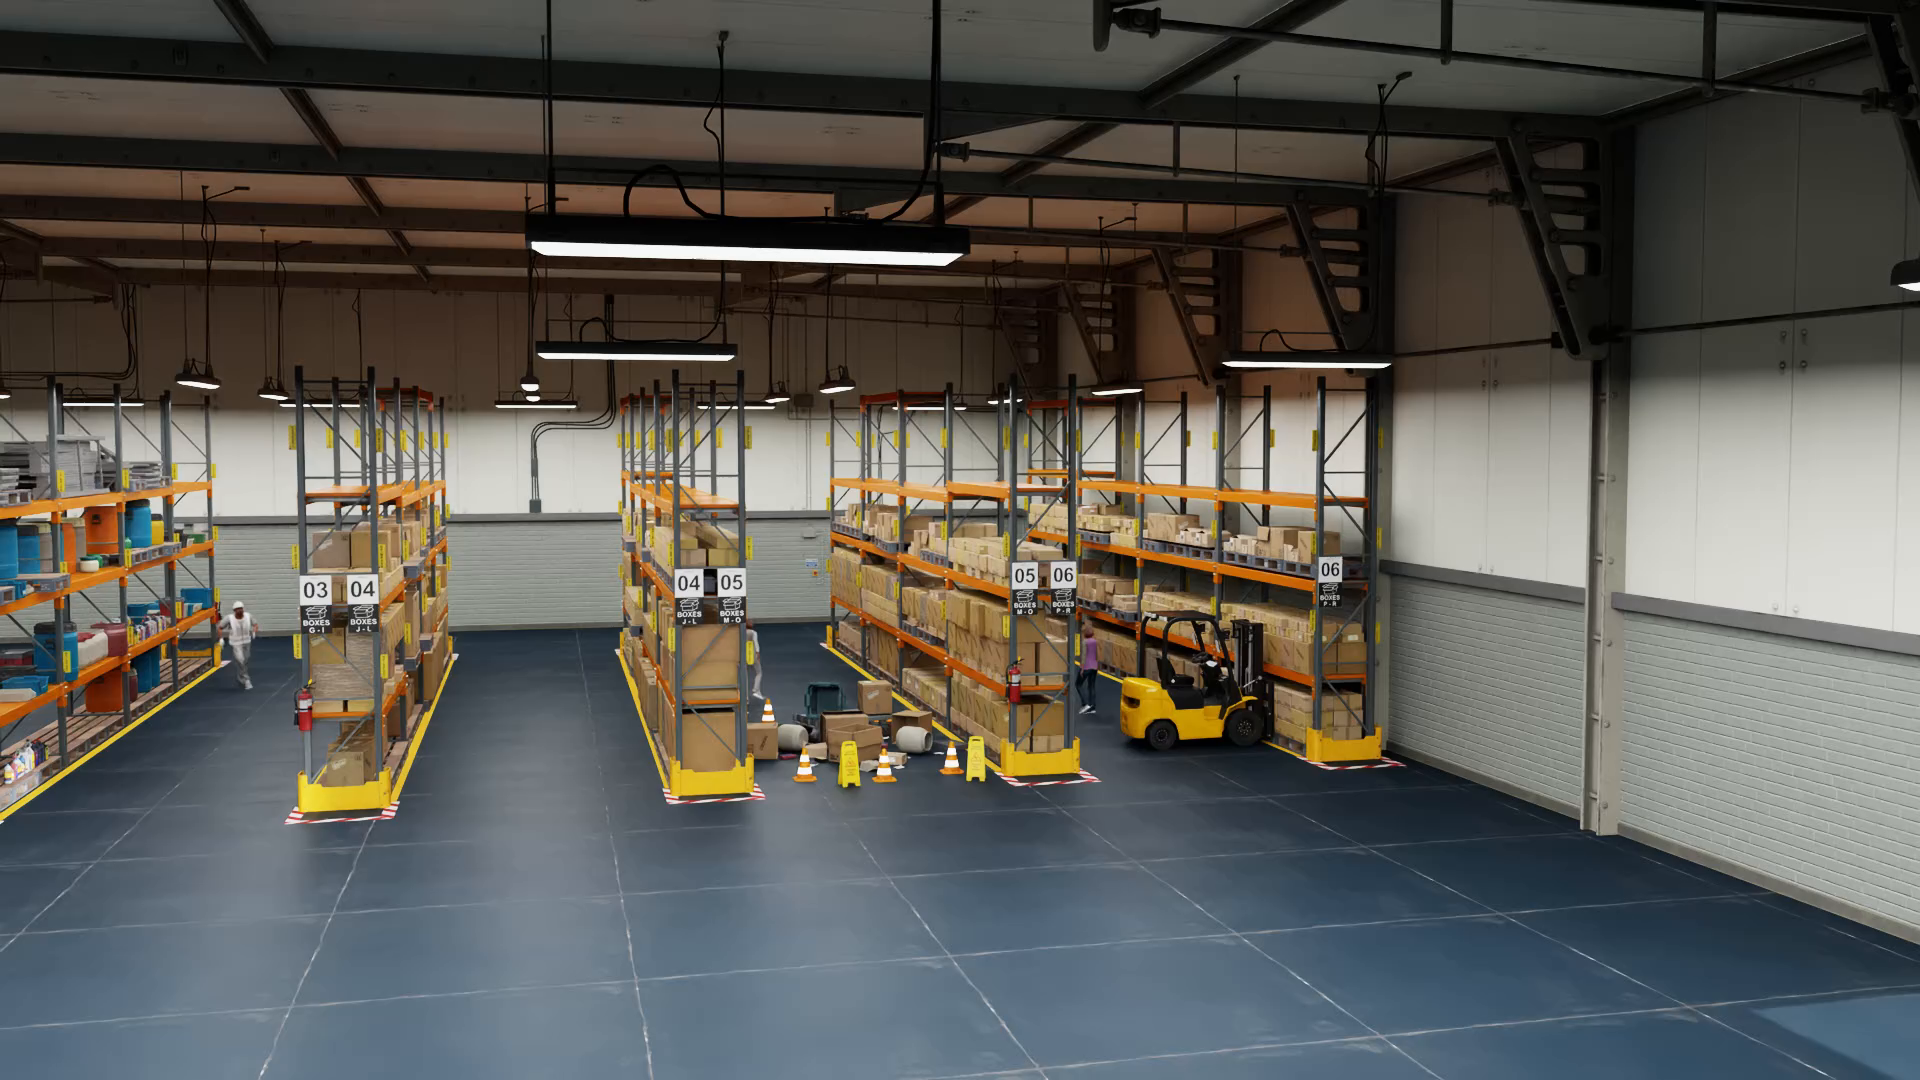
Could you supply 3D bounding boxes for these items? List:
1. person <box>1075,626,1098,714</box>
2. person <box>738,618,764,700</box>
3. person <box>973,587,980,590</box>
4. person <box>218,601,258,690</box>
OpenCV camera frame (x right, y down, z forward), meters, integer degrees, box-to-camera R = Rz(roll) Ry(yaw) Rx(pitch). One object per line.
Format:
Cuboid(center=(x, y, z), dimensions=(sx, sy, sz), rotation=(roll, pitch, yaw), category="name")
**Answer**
Cuboid(center=(2.362, 2.384, 30.522), dimensions=(0.440, 1.605, 0.376), rotation=(-3, 4, -39), category="person")
Cuboid(center=(-4.037, 2.296, 31.996), dimensions=(0.557, 1.600, 0.381), rotation=(1, 4, 15), category="person")
Cuboid(center=(0.429, 1.830, 38.239), dimensions=(0.485, 1.791, 0.598), rotation=(3, 4, 38), category="person")
Cuboid(center=(-14.617, 2.118, 33.700), dimensions=(0.768, 1.786, 0.848), rotation=(-3, 5, -42), category="person")
